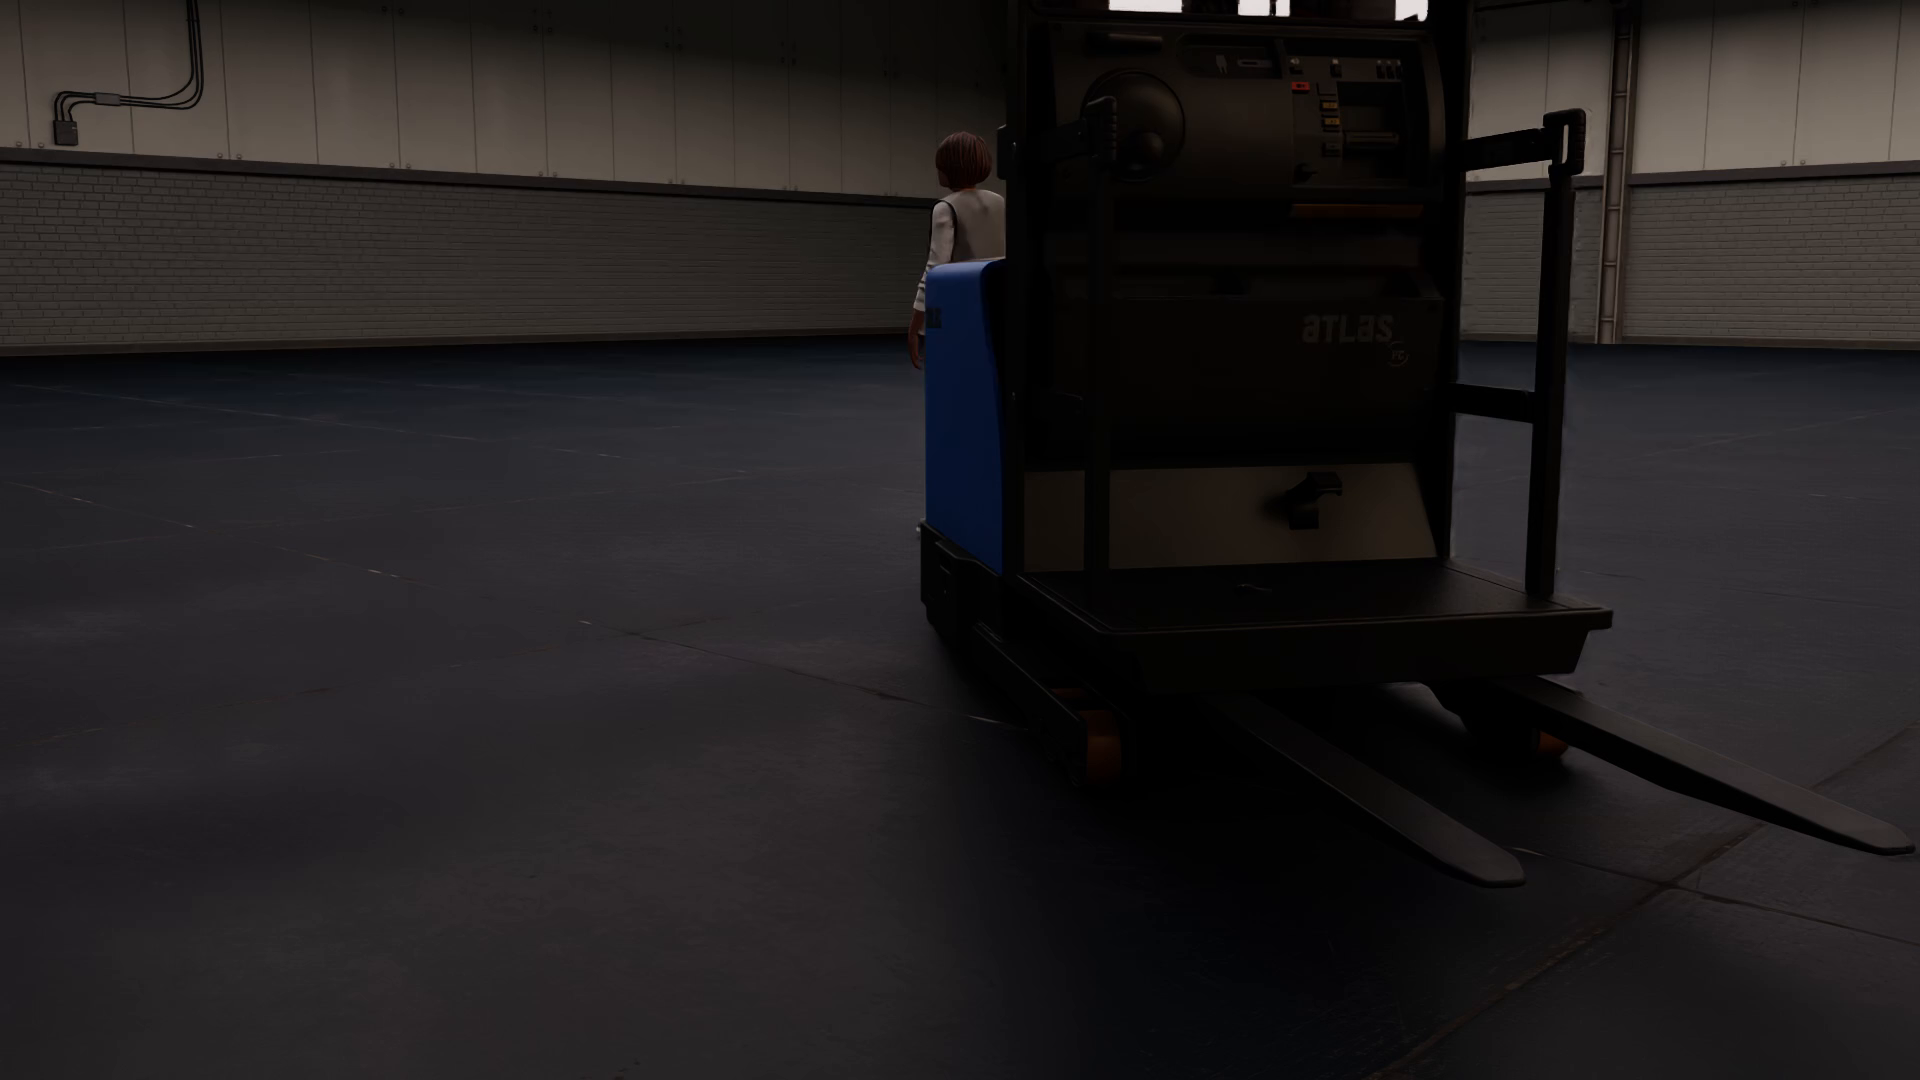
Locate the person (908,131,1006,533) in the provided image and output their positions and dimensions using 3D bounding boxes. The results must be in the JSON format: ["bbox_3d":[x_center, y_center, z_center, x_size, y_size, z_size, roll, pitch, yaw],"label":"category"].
[{"bbox_3d":[-0.044,-0.806,6.659,0.473,1.599,0.521,8,12,43],"label":"person"}]

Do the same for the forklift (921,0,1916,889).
[{"bbox_3d":[0.698,-1.004,3.544,1.130,2.935,3.031,-2,9,-12],"label":"forklift"}]
